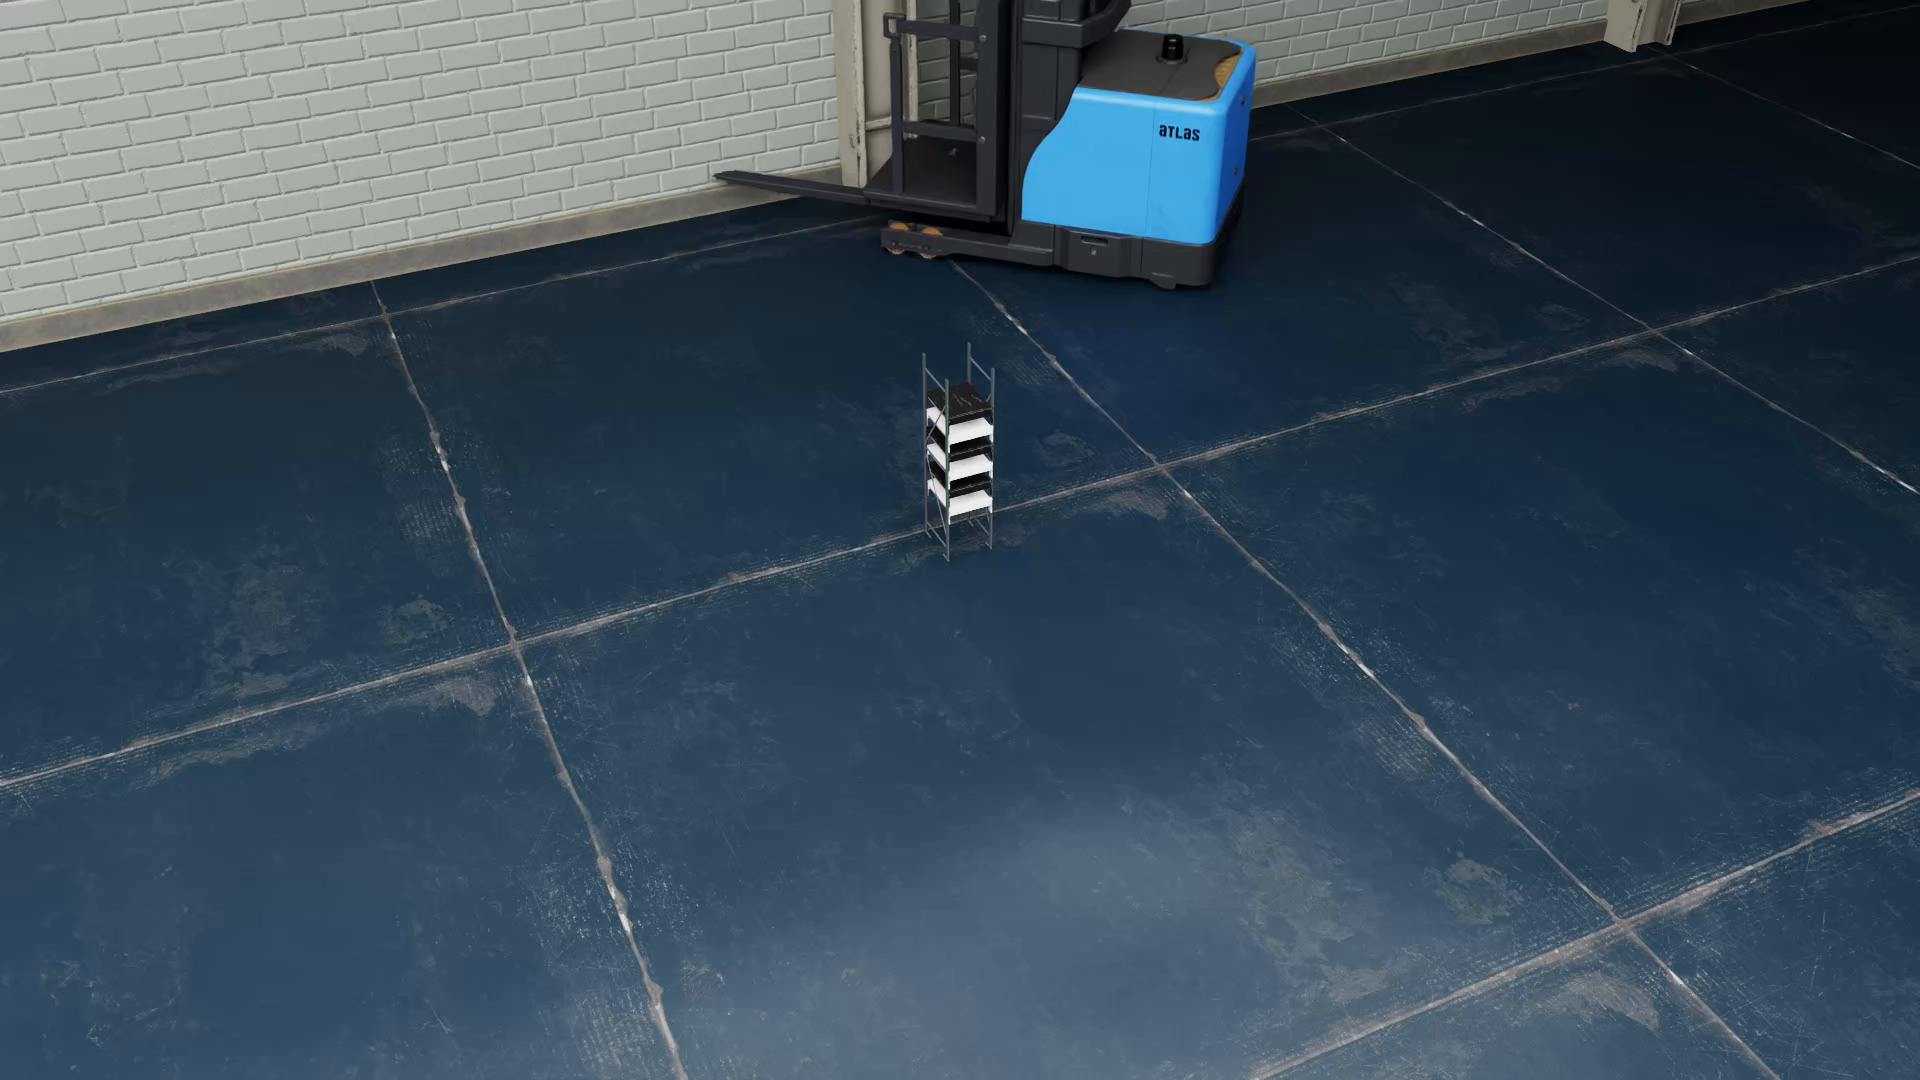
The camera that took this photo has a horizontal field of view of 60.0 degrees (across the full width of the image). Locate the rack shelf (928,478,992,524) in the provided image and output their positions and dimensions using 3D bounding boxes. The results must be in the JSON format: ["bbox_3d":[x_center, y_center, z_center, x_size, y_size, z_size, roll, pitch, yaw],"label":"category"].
[{"bbox_3d":[-0.007,-0.188,7.106,0.200,0.077,0.258,-16,39,-20],"label":"rack shelf"}]

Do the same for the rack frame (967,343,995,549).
[{"bbox_3d":[0.085,-0.385,7.014,0.006,0.900,0.240,-16,39,-20],"label":"rack frame"}]

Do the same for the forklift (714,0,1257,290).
[{"bbox_3d":[0.068,-3.054,8.908,3.031,2.935,1.130,11,38,15],"label":"forklift"}]

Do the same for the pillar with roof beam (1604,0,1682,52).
[{"bbox_3d":[6.776,-4.942,6.359,0.400,9.000,9.100,-16,39,-20],"label":"pillar with roof beam"}]

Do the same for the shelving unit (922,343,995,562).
[{"bbox_3d":[-0.007,-0.359,6.979,0.210,0.900,0.258,-16,39,-20],"label":"shelving unit"}]

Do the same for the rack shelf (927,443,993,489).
[{"bbox_3d":[-0.007,-0.333,6.999,0.200,0.077,0.258,-16,39,-20],"label":"rack shelf"}]

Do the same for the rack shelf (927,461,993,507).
[{"bbox_3d":[-0.007,-0.260,7.053,0.200,0.077,0.258,-16,39,-20],"label":"rack shelf"}]

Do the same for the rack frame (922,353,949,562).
[{"bbox_3d":[-0.099,-0.334,6.944,0.006,0.900,0.240,-16,39,-20],"label":"rack frame"}]

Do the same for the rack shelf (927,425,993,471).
[{"bbox_3d":[-0.007,-0.405,6.945,0.200,0.077,0.258,-16,39,-20],"label":"rack shelf"}]

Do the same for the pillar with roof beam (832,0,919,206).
[{"bbox_3d":[1.344,-3.423,4.312,0.400,9.000,9.100,-16,39,-20],"label":"pillar with roof beam"}]

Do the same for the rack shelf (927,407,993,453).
[{"bbox_3d":[-0.007,-0.477,6.892,0.200,0.077,0.258,-16,39,-20],"label":"rack shelf"}]

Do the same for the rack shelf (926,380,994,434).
[{"bbox_3d":[-0.007,-0.549,6.838,0.200,0.077,0.258,-16,39,-20],"label":"rack shelf"}]
